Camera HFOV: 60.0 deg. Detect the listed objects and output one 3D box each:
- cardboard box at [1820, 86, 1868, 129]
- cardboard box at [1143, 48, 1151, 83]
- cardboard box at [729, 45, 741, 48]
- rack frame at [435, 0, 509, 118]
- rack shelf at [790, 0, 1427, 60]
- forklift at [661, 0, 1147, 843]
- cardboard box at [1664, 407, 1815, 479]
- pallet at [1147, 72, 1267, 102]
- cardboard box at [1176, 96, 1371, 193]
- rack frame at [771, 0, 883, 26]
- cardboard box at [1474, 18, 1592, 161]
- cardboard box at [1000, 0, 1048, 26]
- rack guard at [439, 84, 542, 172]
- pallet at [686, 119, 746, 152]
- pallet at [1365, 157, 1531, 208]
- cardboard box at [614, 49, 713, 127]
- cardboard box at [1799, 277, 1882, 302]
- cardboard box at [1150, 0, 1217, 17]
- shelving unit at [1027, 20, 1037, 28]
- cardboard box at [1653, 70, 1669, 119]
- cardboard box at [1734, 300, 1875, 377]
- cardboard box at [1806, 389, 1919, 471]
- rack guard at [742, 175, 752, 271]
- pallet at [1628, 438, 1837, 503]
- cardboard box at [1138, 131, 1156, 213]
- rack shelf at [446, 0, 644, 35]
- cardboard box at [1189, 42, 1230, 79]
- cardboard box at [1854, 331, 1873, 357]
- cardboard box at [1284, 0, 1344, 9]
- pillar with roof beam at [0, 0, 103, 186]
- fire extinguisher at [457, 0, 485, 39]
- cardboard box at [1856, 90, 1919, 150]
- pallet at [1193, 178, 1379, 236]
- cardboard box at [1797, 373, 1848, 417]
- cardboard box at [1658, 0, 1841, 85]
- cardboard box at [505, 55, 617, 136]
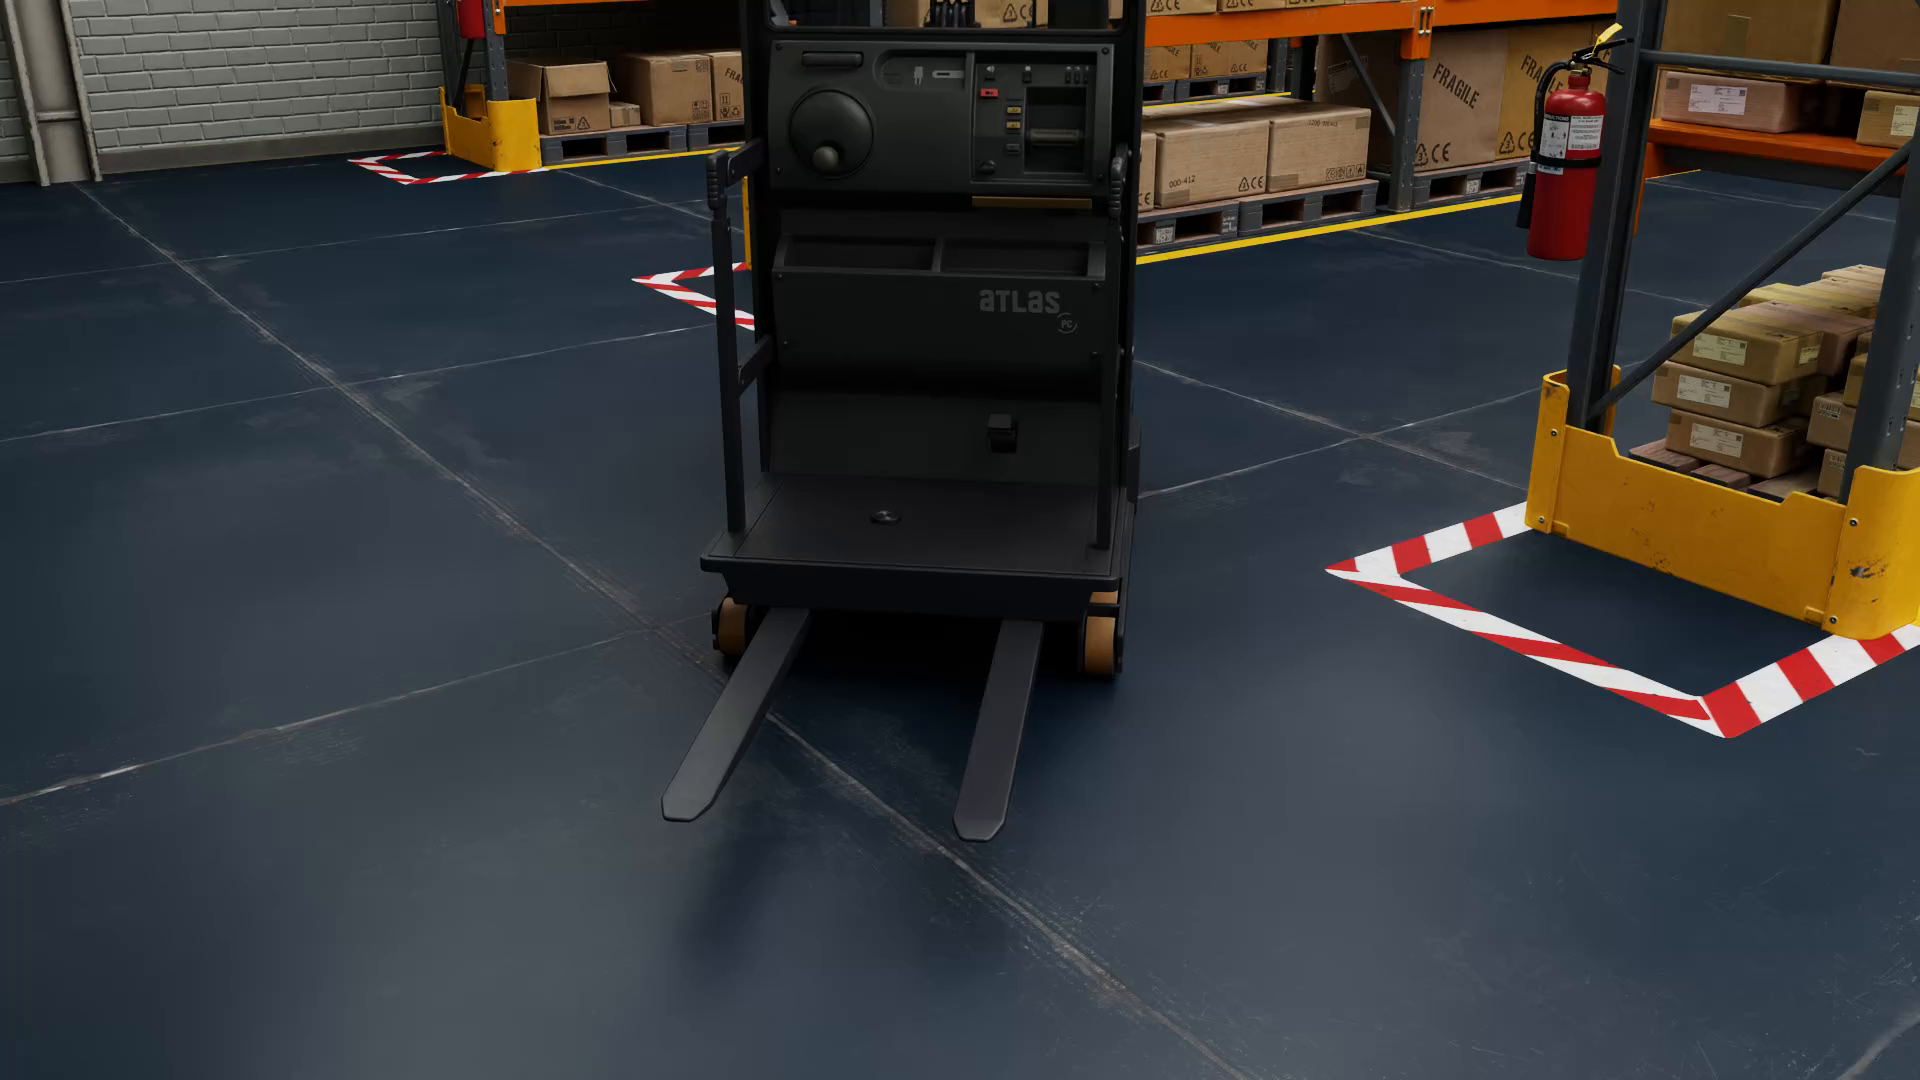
[{"bbox_3d":[2.594,-1.377,5.140,0.250,0.149,0.380,-15,26,-33],"label":"cardboard box"},{"bbox_3d":[1.426,-4.528,15.502,0.500,0.500,0.500,-16,27,-35],"label":"cardboard box"},{"bbox_3d":[-1.493,-3.792,13.657,0.500,0.500,0.700,-16,27,-35],"label":"cardboard box"},{"bbox_3d":[-3.604,-4.256,12.014,0.127,3.000,1.000,-15,26,-33],"label":"rack frame"},{"bbox_3d":[0.922,-2.862,9.492,4.000,0.370,1.077,-15,26,-33],"label":"rack shelf"},{"bbox_3d":[-0.080,-1.130,4.273,1.130,2.935,3.031,3,22,7],"label":"forklift"},{"bbox_3d":[2.577,-0.343,5.490,0.250,0.149,0.380,-14,26,-32],"label":"cardboard box"},{"bbox_3d":[2.262,-4.542,16.494,1.213,0.211,1.003,-15,26,-33],"label":"pallet"},{"bbox_3d":[1.973,-2.530,10.581,0.875,0.438,0.875,-15,26,-34],"label":"cardboard box"},{"bbox_3d":[-0.702,-2.763,8.274,0.127,3.000,1.000,-15,26,-33],"label":"rack frame"},{"bbox_3d":[3.730,-3.193,11.652,0.875,0.875,0.875,-14,26,-31],"label":"cardboard box"},{"bbox_3d":[0.250,-2.945,8.594,0.500,0.500,0.500,-15,26,-34],"label":"cardboard box"},{"bbox_3d":[-3.542,-3.111,12.518,0.348,0.500,1.175,-15,26,-33],"label":"rack guard"},{"bbox_3d":[-1.906,-3.412,13.663,1.213,0.211,1.003,-15,26,-33],"label":"pallet"},{"bbox_3d":[3.127,-2.524,11.436,1.213,0.211,1.003,-15,26,-33],"label":"pallet"},{"bbox_3d":[-2.335,-3.567,13.094,0.500,0.500,0.700,-14,26,-31],"label":"cardboard box"},{"bbox_3d":[3.174,-0.802,5.837,0.250,0.149,0.380,-16,27,-35],"label":"cardboard box"},{"bbox_3d":[1.070,-3.163,9.141,0.500,0.500,0.500,-14,26,-31],"label":"cardboard box"},{"bbox_3d":[-0.211,-1.142,6.235,1.083,1.500,0.587,-3,22,-7],"label":"shelving unit"},{"bbox_3d":[5.183,-3.578,12.617,0.875,0.875,0.875,-15,26,-33],"label":"cardboard box"},{"bbox_3d":[2.790,-0.671,5.508,0.250,0.149,0.380,-14,26,-32],"label":"cardboard box"},{"bbox_3d":[2.846,-0.341,5.083,0.250,0.149,0.380,-14,26,-31],"label":"cardboard box"},{"bbox_3d":[-0.721,-1.597,8.724,0.348,0.500,1.175,-15,26,-33],"label":"rack guard"},{"bbox_3d":[3.013,-0.182,5.569,1.213,0.211,1.003,-15,26,-33],"label":"pallet"},{"bbox_3d":[0.513,-2.142,9.607,0.875,0.438,0.875,-14,26,-31],"label":"cardboard box"},{"bbox_3d":[-1.980,-4.354,13.232,4.000,0.370,1.077,-15,26,-33],"label":"rack shelf"},{"bbox_3d":[2.260,-4.760,16.084,0.500,0.500,0.500,-15,26,-34],"label":"cardboard box"},{"bbox_3d":[3.048,-0.550,5.205,0.250,0.149,0.380,-14,26,-32],"label":"cardboard box"},{"bbox_3d":[1.903,-3.385,9.697,0.500,0.500,0.500,-16,27,-34],"label":"cardboard box"},{"bbox_3d":[-3.805,-5.434,6.873,0.400,9.000,9.100,-15,26,-33],"label":"pillar with roof beam"},{"bbox_3d":[-3.453,-3.876,11.669,0.183,0.674,0.296,-15,26,-33],"label":"fire extinguisher"},{"bbox_3d":[2.725,-1.151,4.572,0.250,0.149,0.380,-15,26,-33],"label":"cardboard box"},{"bbox_3d":[1.882,-2.193,10.607,1.213,0.211,1.003,-15,26,-33],"label":"pallet"},{"bbox_3d":[2.776,-0.545,5.595,0.250,0.149,0.380,-16,27,-34],"label":"cardboard box"},{"bbox_3d":[2.486,-1.655,4.961,0.500,0.500,0.500,-14,26,-32],"label":"cardboard box"},{"bbox_3d":[-3.052,-3.395,12.659,0.637,0.503,0.797,-16,27,-35],"label":"cardboard box"}]
